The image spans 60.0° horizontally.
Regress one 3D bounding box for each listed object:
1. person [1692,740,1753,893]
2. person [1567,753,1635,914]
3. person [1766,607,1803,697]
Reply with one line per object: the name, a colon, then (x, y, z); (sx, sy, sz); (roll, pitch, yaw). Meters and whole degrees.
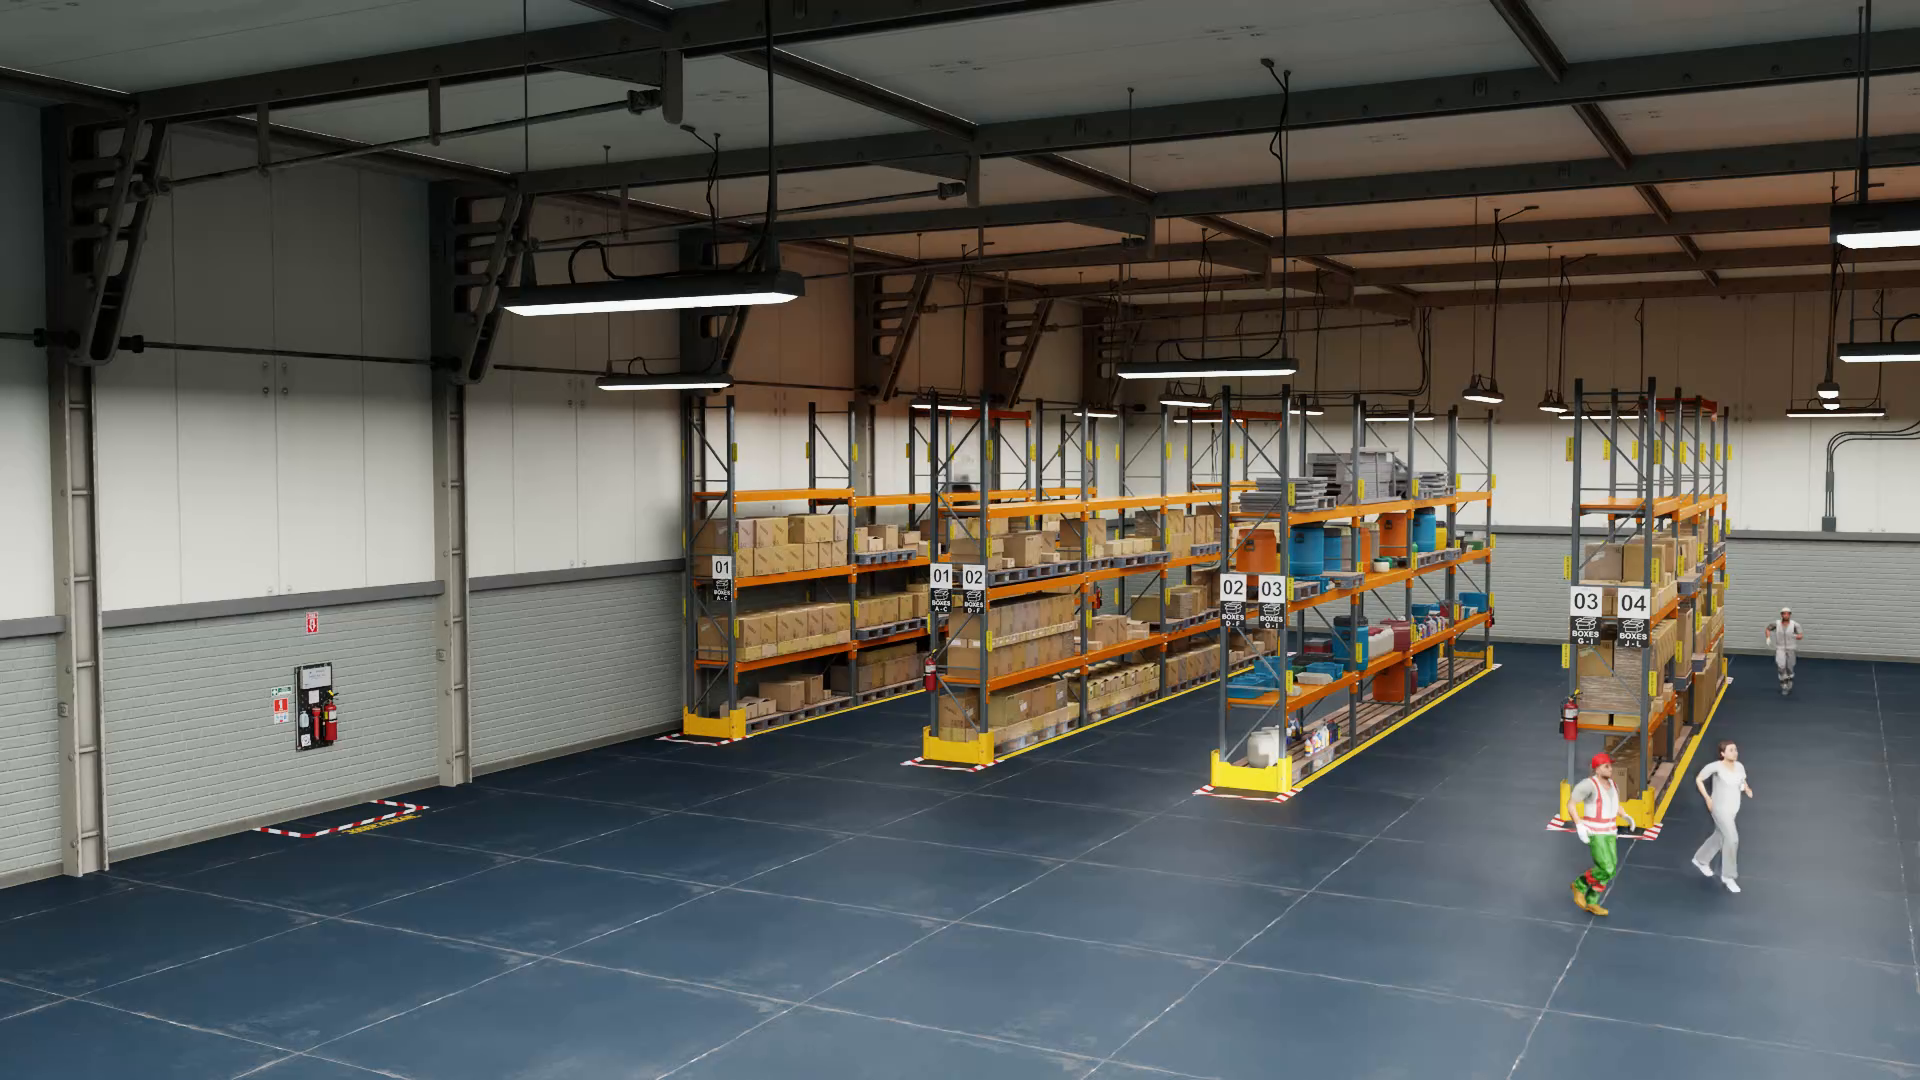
person: (8.828, 3.149, 19.272); (0.562, 1.713, 0.799); (-1, 3, -22)
person: (6.954, 3.177, 17.994); (0.669, 1.749, 0.584); (-2, 4, -32)
person: (17.067, 2.300, 34.432); (0.682, 1.829, 0.877); (1, 3, 22)
